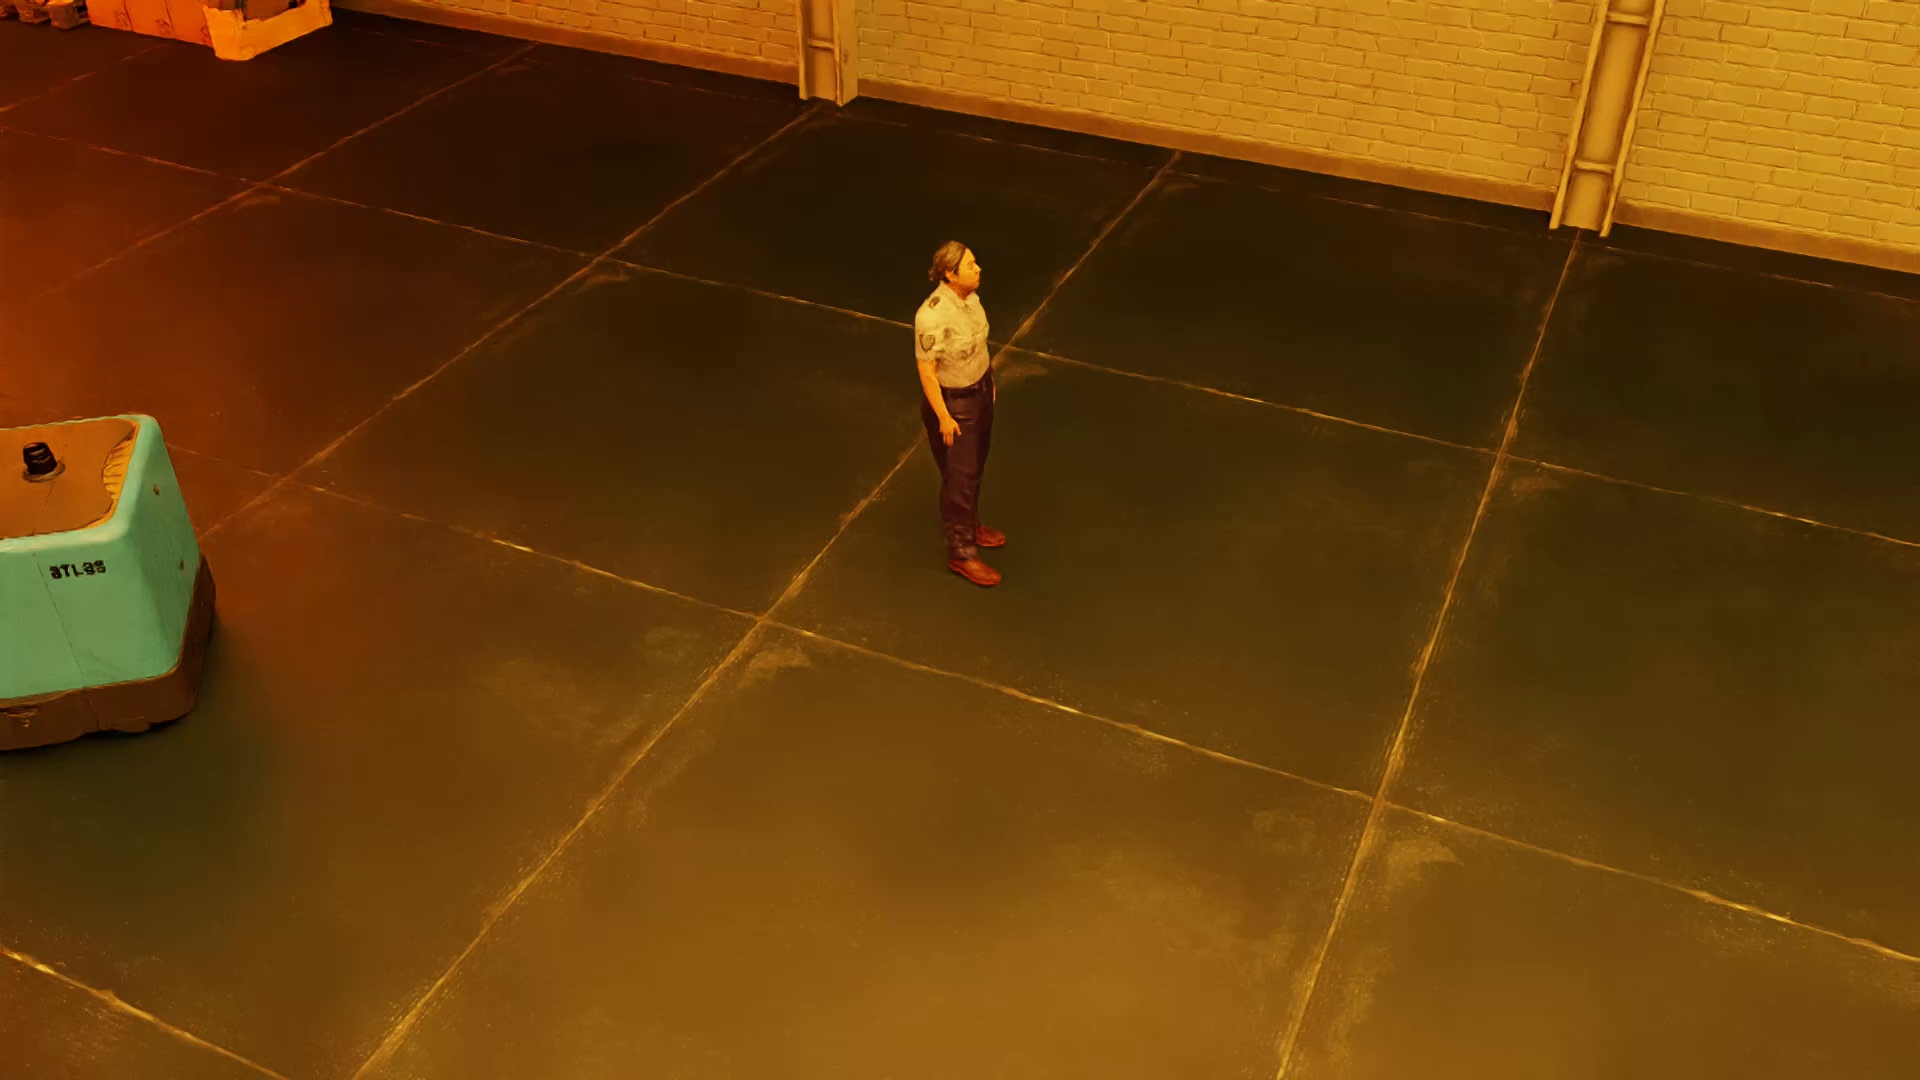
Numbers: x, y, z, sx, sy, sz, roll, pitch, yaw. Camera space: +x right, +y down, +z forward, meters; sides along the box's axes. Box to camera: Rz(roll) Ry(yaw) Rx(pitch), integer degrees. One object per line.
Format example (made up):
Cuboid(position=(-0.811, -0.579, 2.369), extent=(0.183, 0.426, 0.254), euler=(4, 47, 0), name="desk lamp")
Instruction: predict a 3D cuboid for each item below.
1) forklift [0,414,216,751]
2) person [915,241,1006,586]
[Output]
Cuboid(position=(-5.007, -0.434, 6.694), extent=(3.031, 2.935, 1.130), euler=(-8, 36, -11), name="forklift")
Cuboid(position=(0.072, -0.643, 8.081), extent=(0.502, 1.650, 0.599), euler=(15, 38, 20), name="person")
